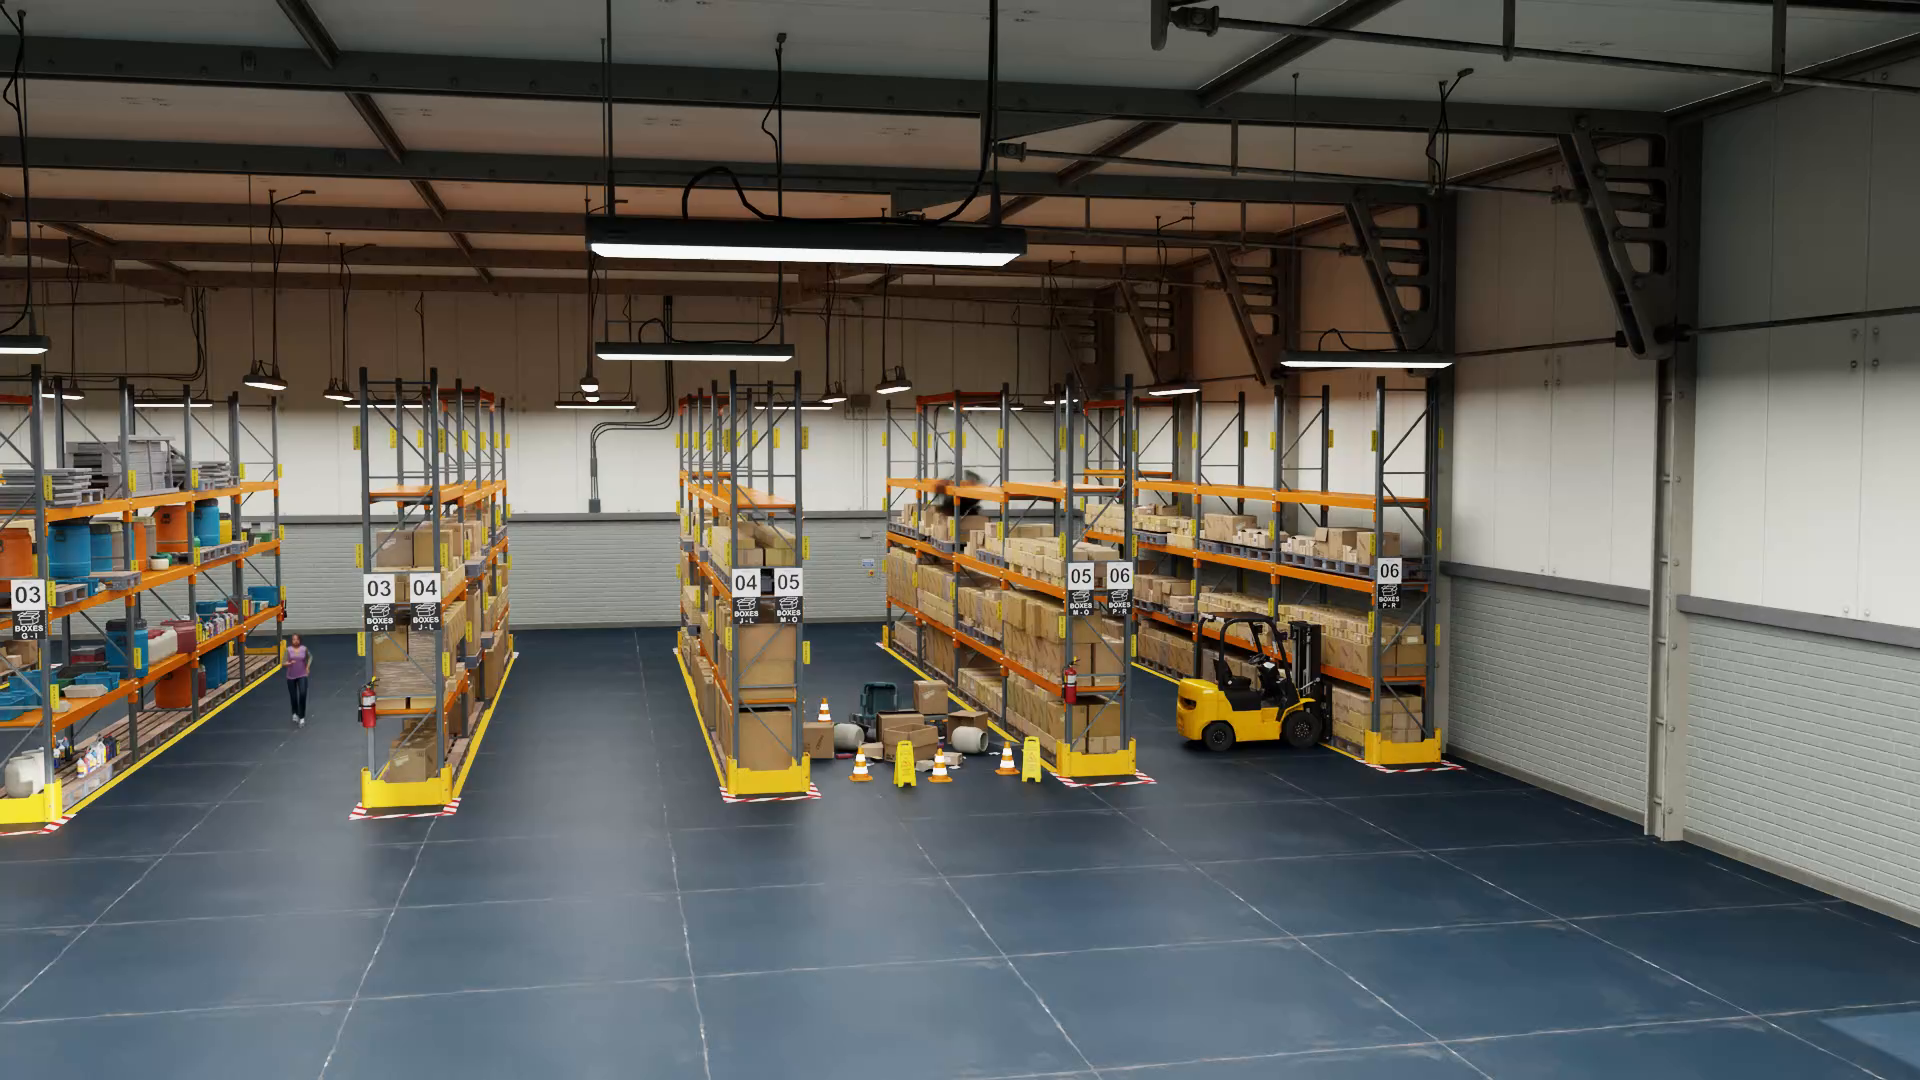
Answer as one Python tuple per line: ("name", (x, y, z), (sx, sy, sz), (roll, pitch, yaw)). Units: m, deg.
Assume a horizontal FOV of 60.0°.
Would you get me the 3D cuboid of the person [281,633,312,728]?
("person", (-11.657, 2.455, 29.240), (0.518, 1.642, 0.689), (-1, 4, -22))
